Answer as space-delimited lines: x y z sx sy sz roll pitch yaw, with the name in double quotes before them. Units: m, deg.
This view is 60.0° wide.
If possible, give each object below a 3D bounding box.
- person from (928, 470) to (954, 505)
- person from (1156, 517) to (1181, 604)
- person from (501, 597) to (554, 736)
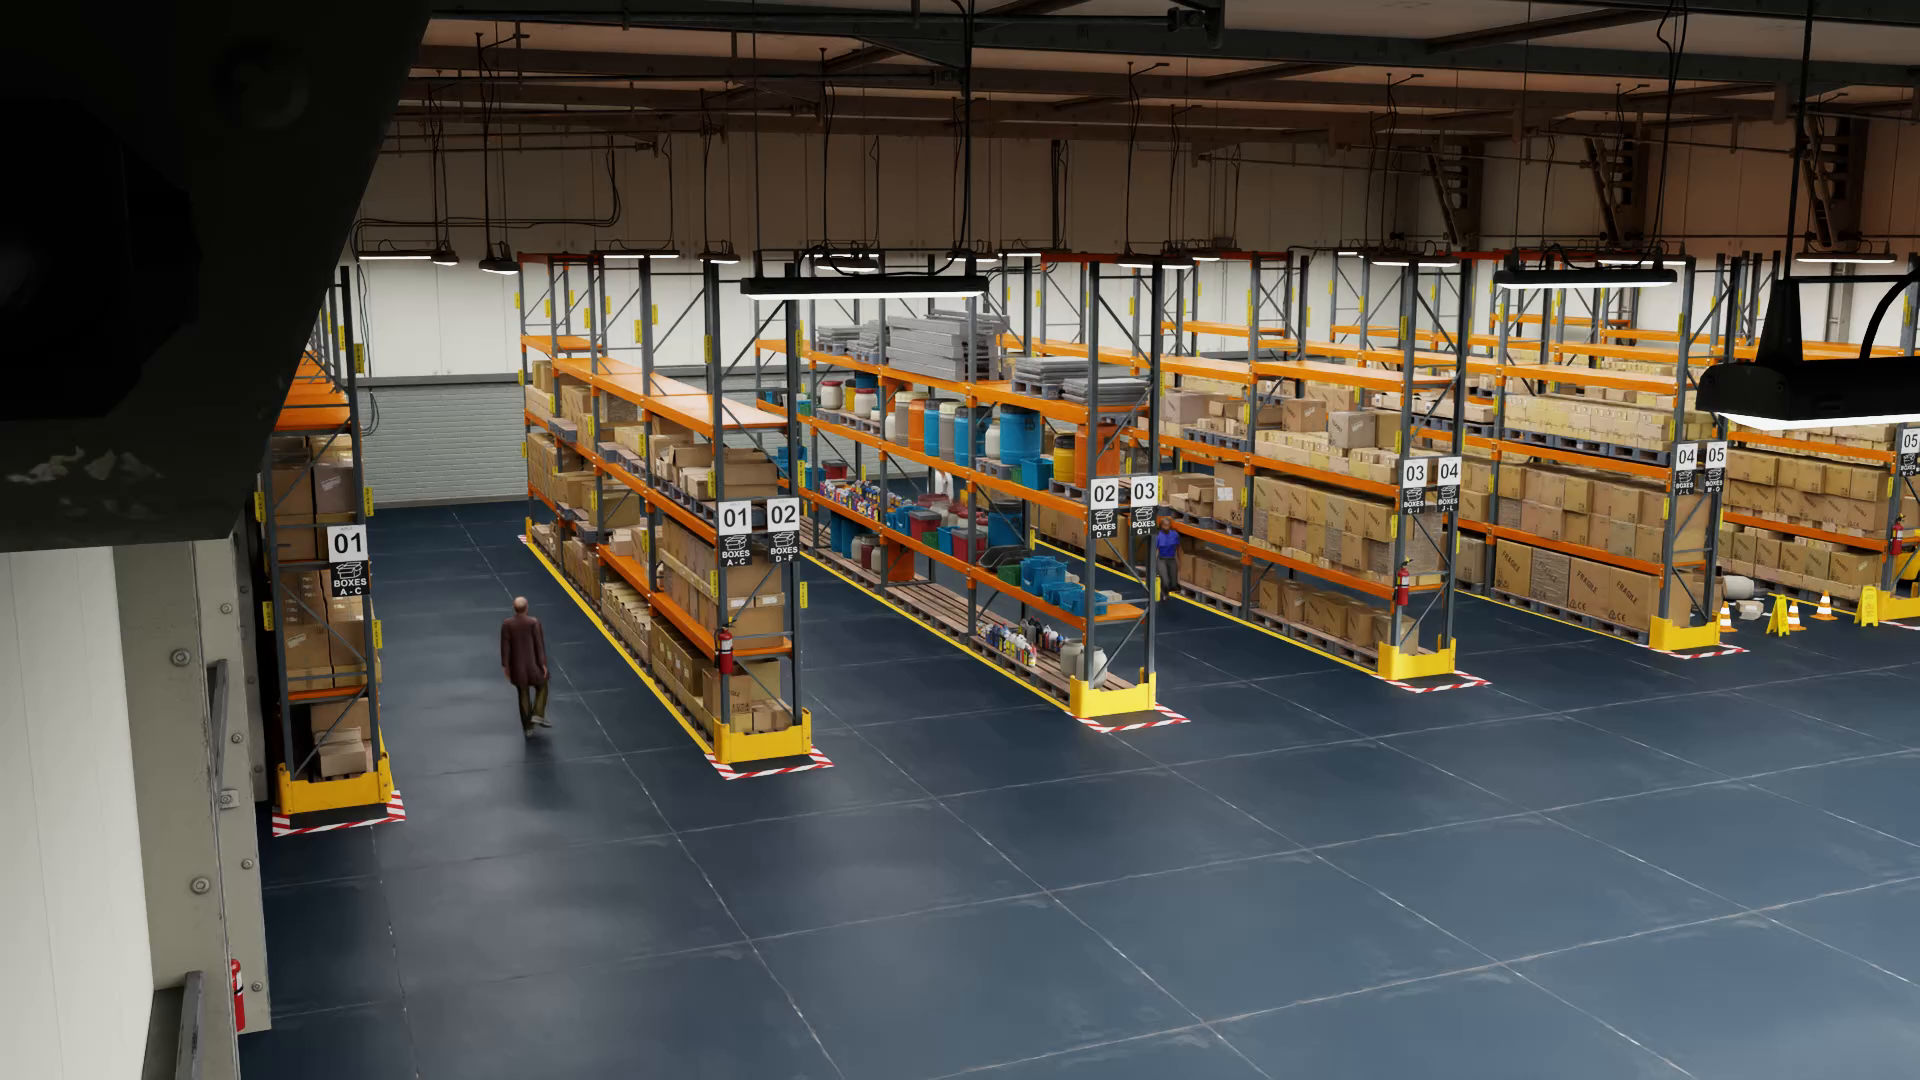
"person" -0.356 -0.795 34.509 0.664 1.717 1.170 -5 11 -25
"person" 3.461 0.375 27.991 0.504 1.560 0.720 -2 10 -8
"person" -5.543 1.617 21.253 0.628 1.769 0.571 -2 11 -10
